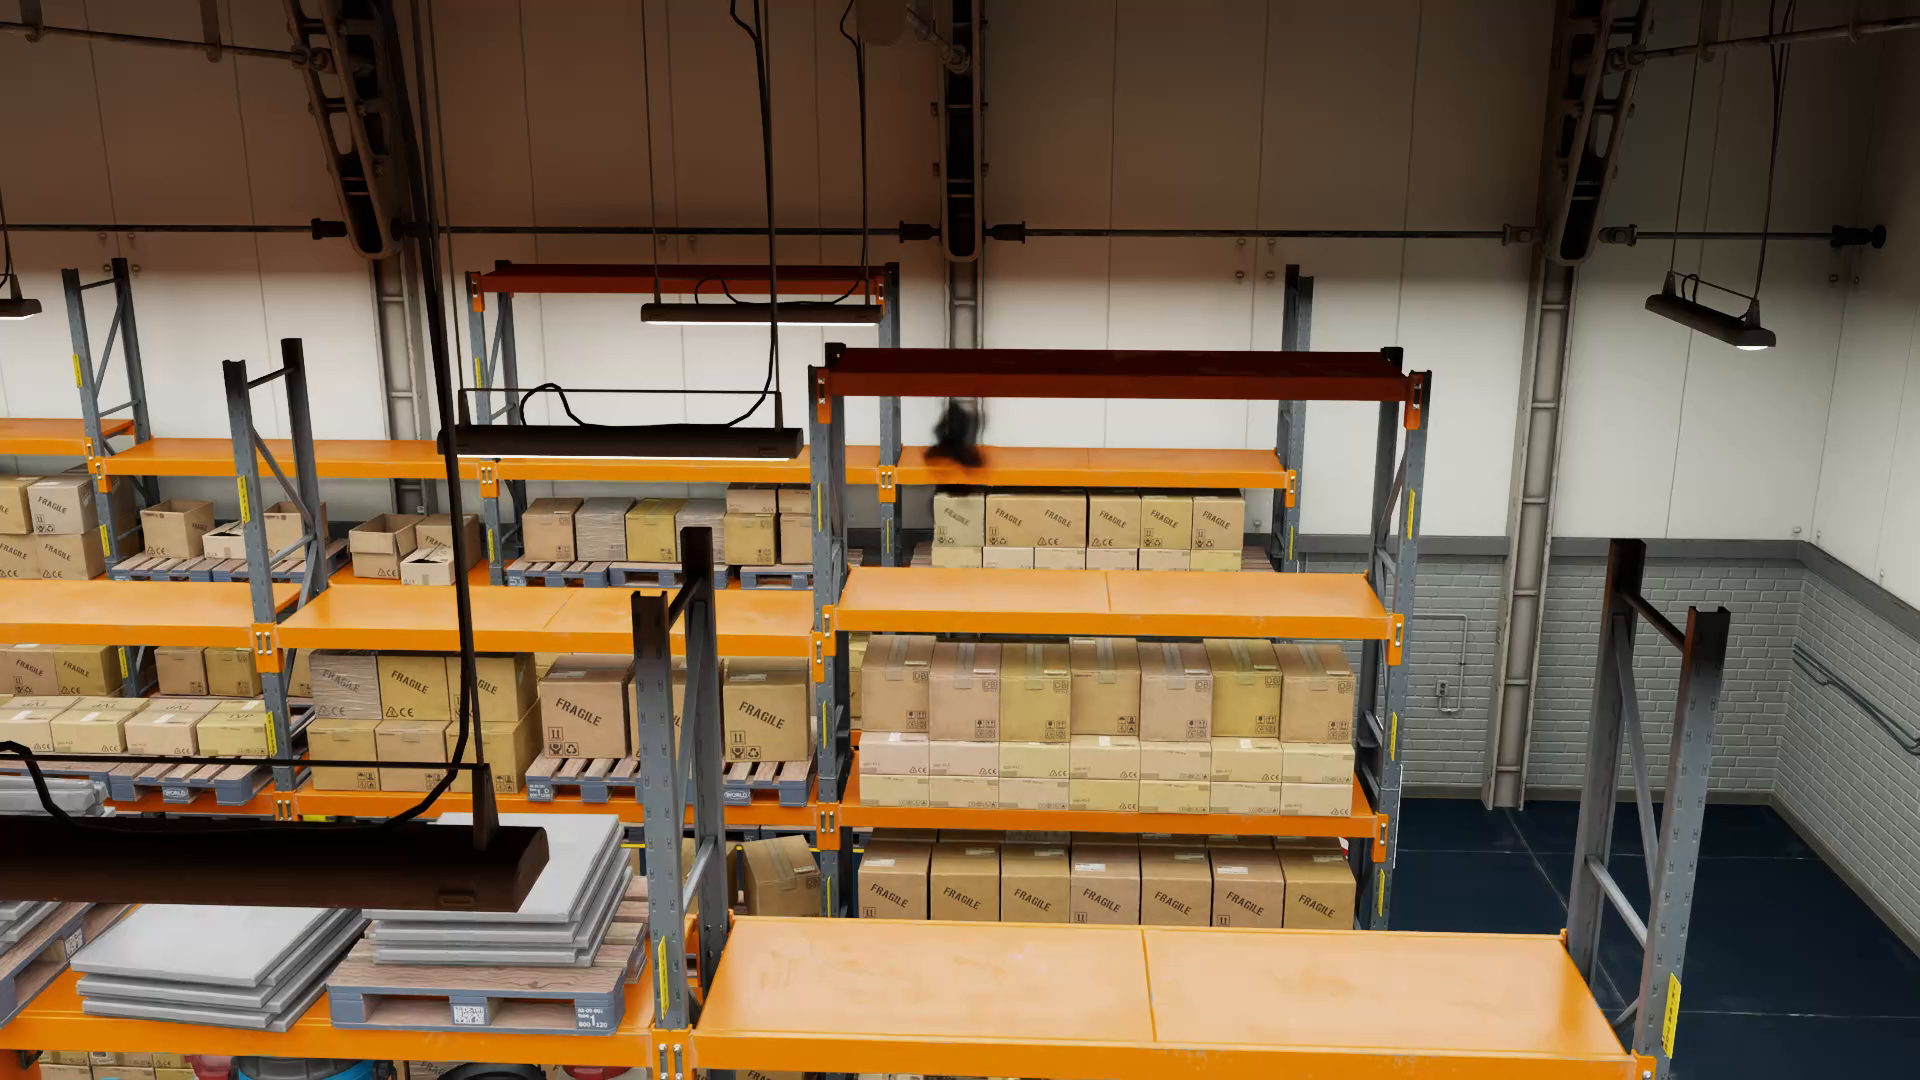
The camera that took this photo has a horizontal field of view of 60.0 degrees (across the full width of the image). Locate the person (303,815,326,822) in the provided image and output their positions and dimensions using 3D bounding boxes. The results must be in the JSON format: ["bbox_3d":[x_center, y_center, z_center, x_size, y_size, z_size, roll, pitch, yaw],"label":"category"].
[{"bbox_3d":[-5.545,3.141,14.792,0.700,1.718,0.740,1,16,4],"label":"person"}]
